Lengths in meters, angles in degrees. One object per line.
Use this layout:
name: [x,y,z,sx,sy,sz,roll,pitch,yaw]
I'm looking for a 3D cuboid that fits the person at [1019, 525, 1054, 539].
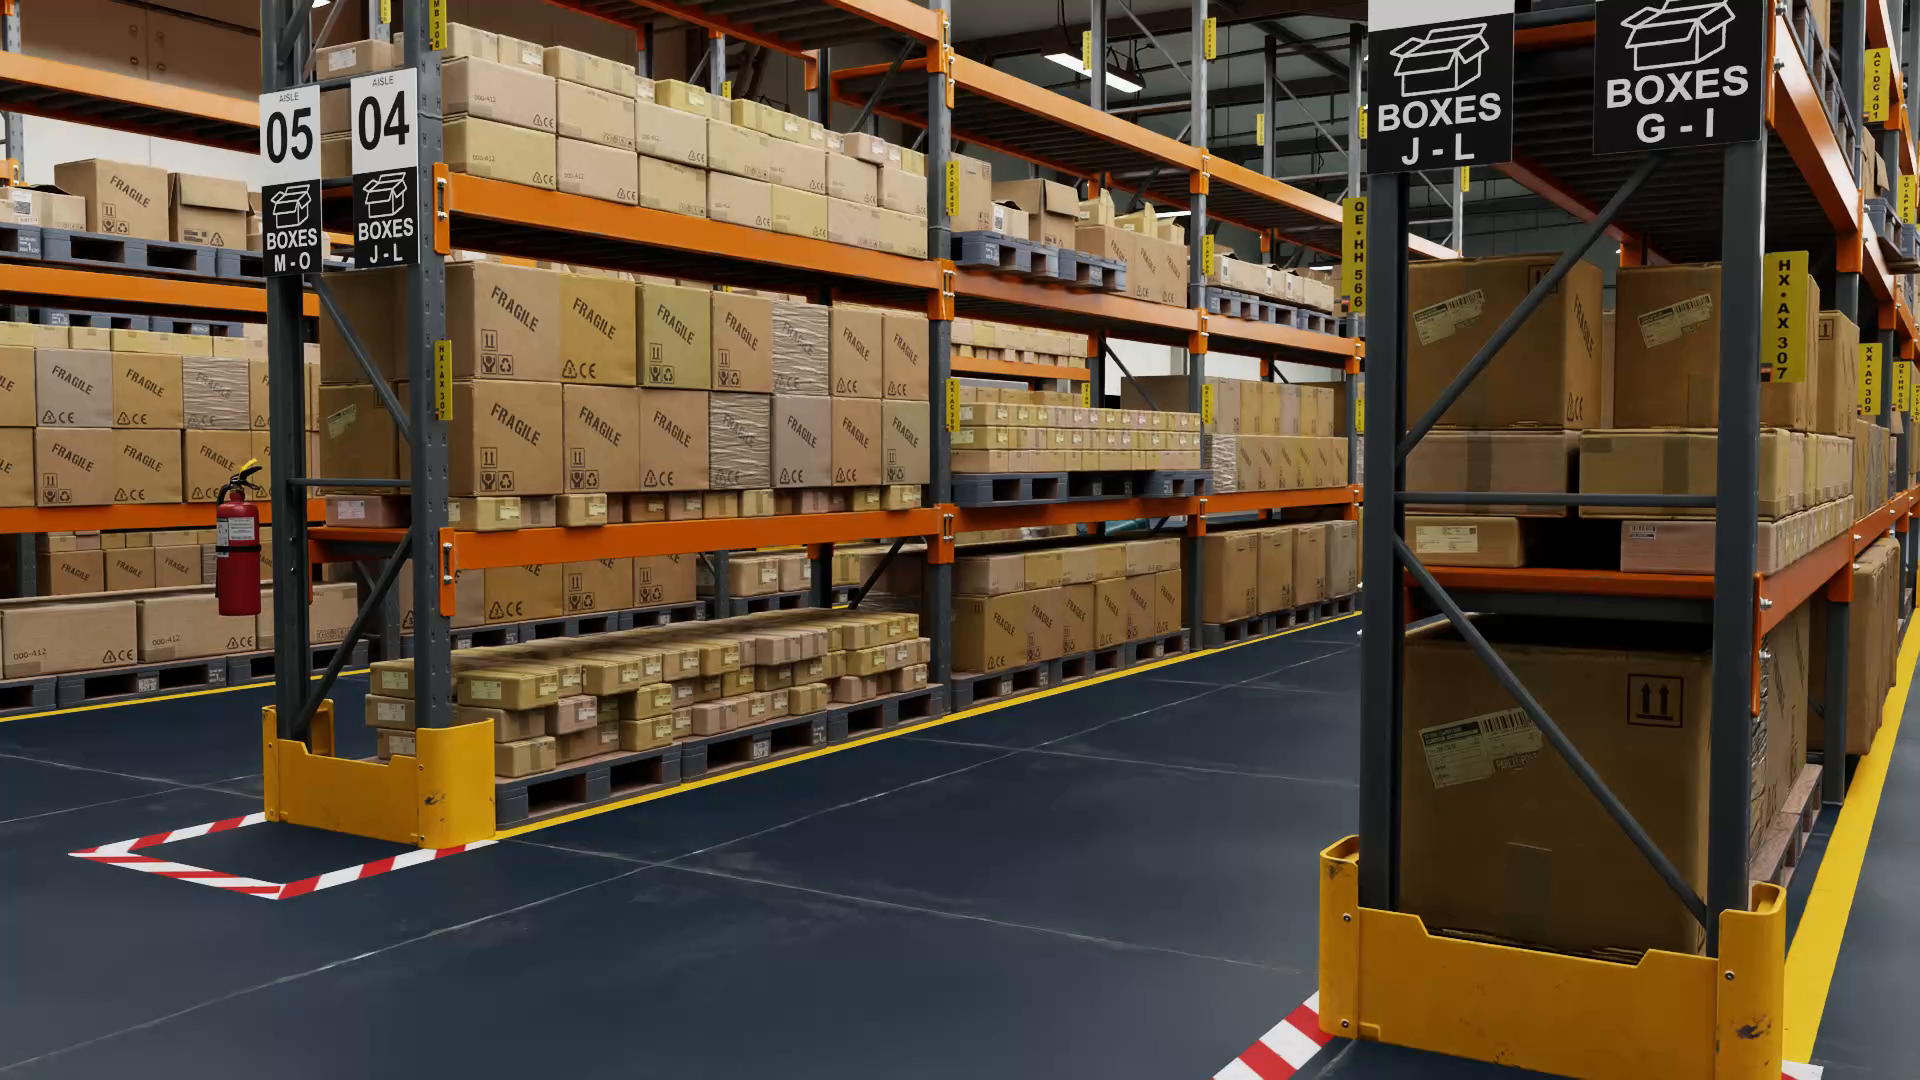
person: [0.789,-0.057,16.706,0.376,1.699,0.474,2,4,33]
